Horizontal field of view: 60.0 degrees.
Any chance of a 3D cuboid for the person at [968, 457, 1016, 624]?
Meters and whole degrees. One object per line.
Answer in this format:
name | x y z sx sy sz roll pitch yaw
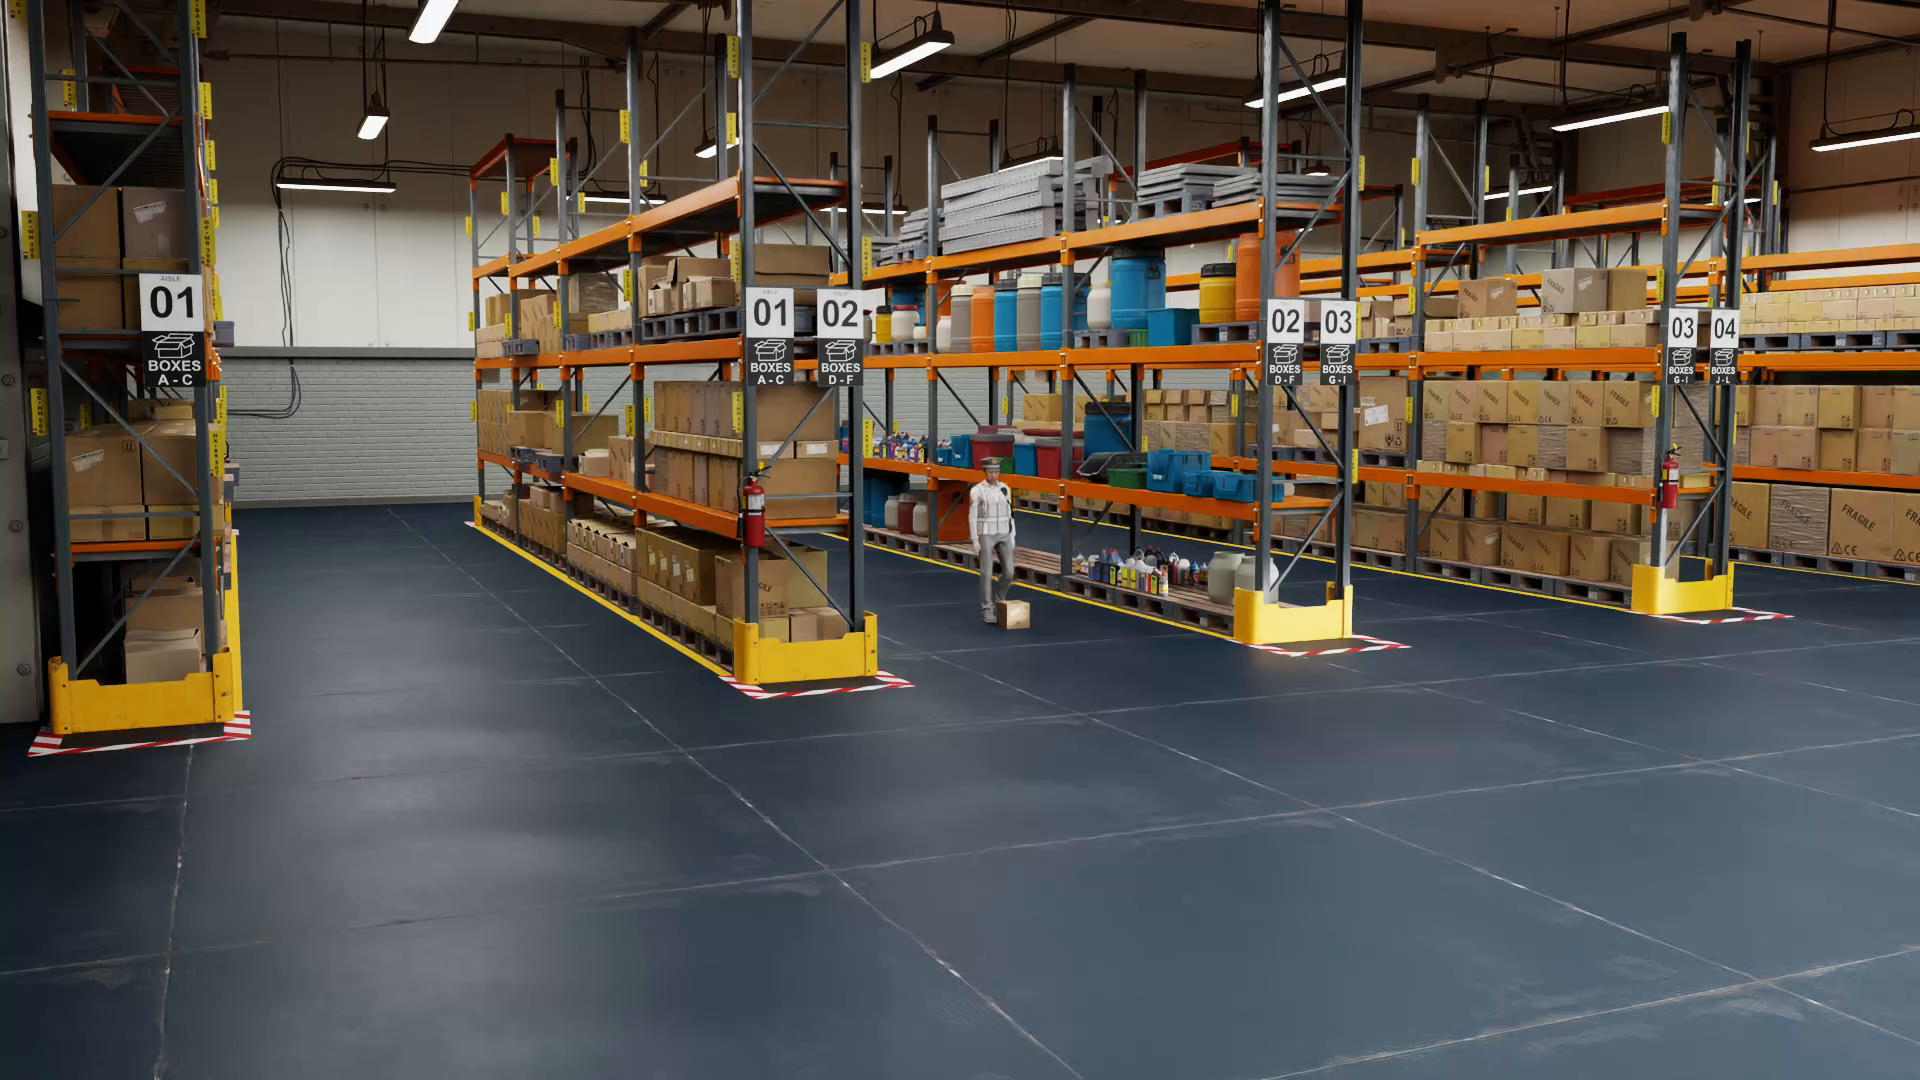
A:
person | 0.347 0.005 16.948 0.499 1.698 0.482 -2 6 -23
